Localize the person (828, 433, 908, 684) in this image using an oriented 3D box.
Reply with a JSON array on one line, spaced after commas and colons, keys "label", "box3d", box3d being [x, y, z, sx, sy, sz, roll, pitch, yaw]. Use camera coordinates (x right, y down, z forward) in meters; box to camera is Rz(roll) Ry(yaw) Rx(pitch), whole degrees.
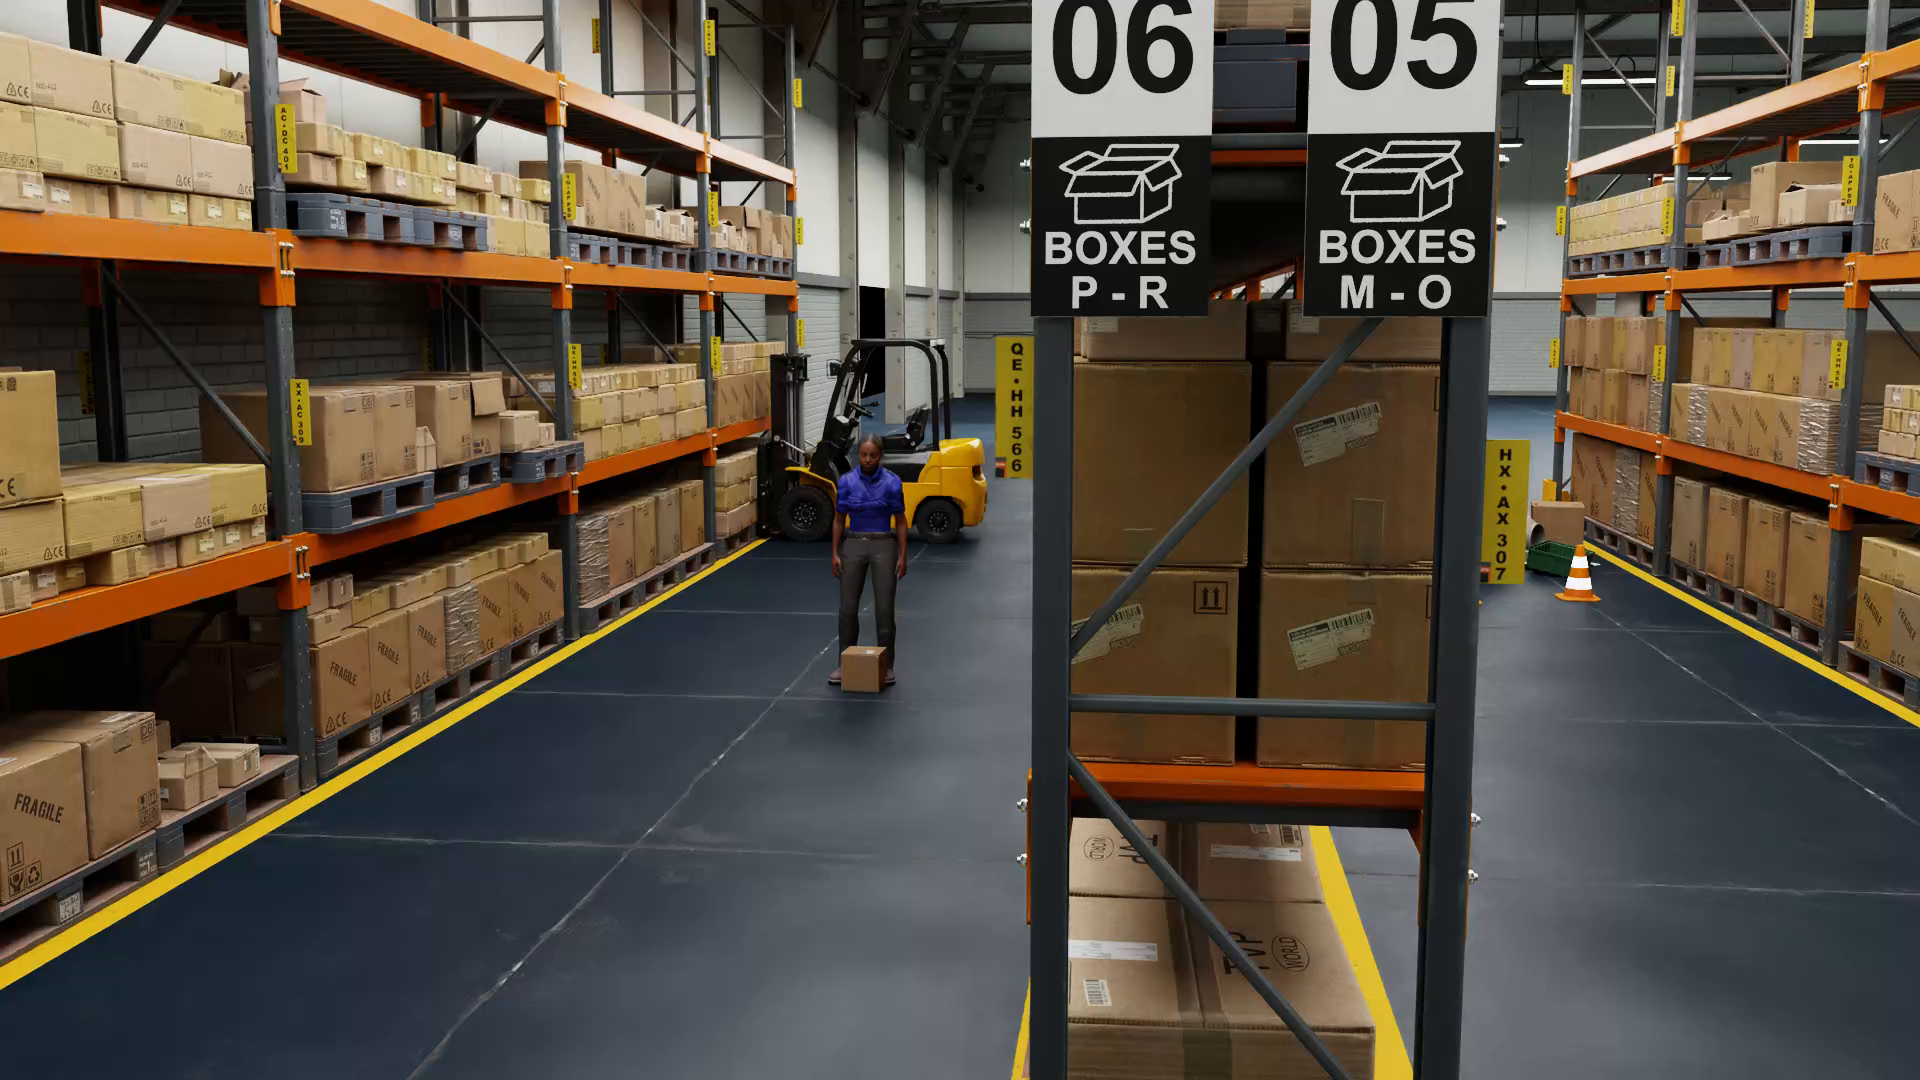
[{"label": "person", "box3d": [-0.606, 0.115, 10.970, 0.523, 1.655, 0.351, 1, 8, 5]}]
